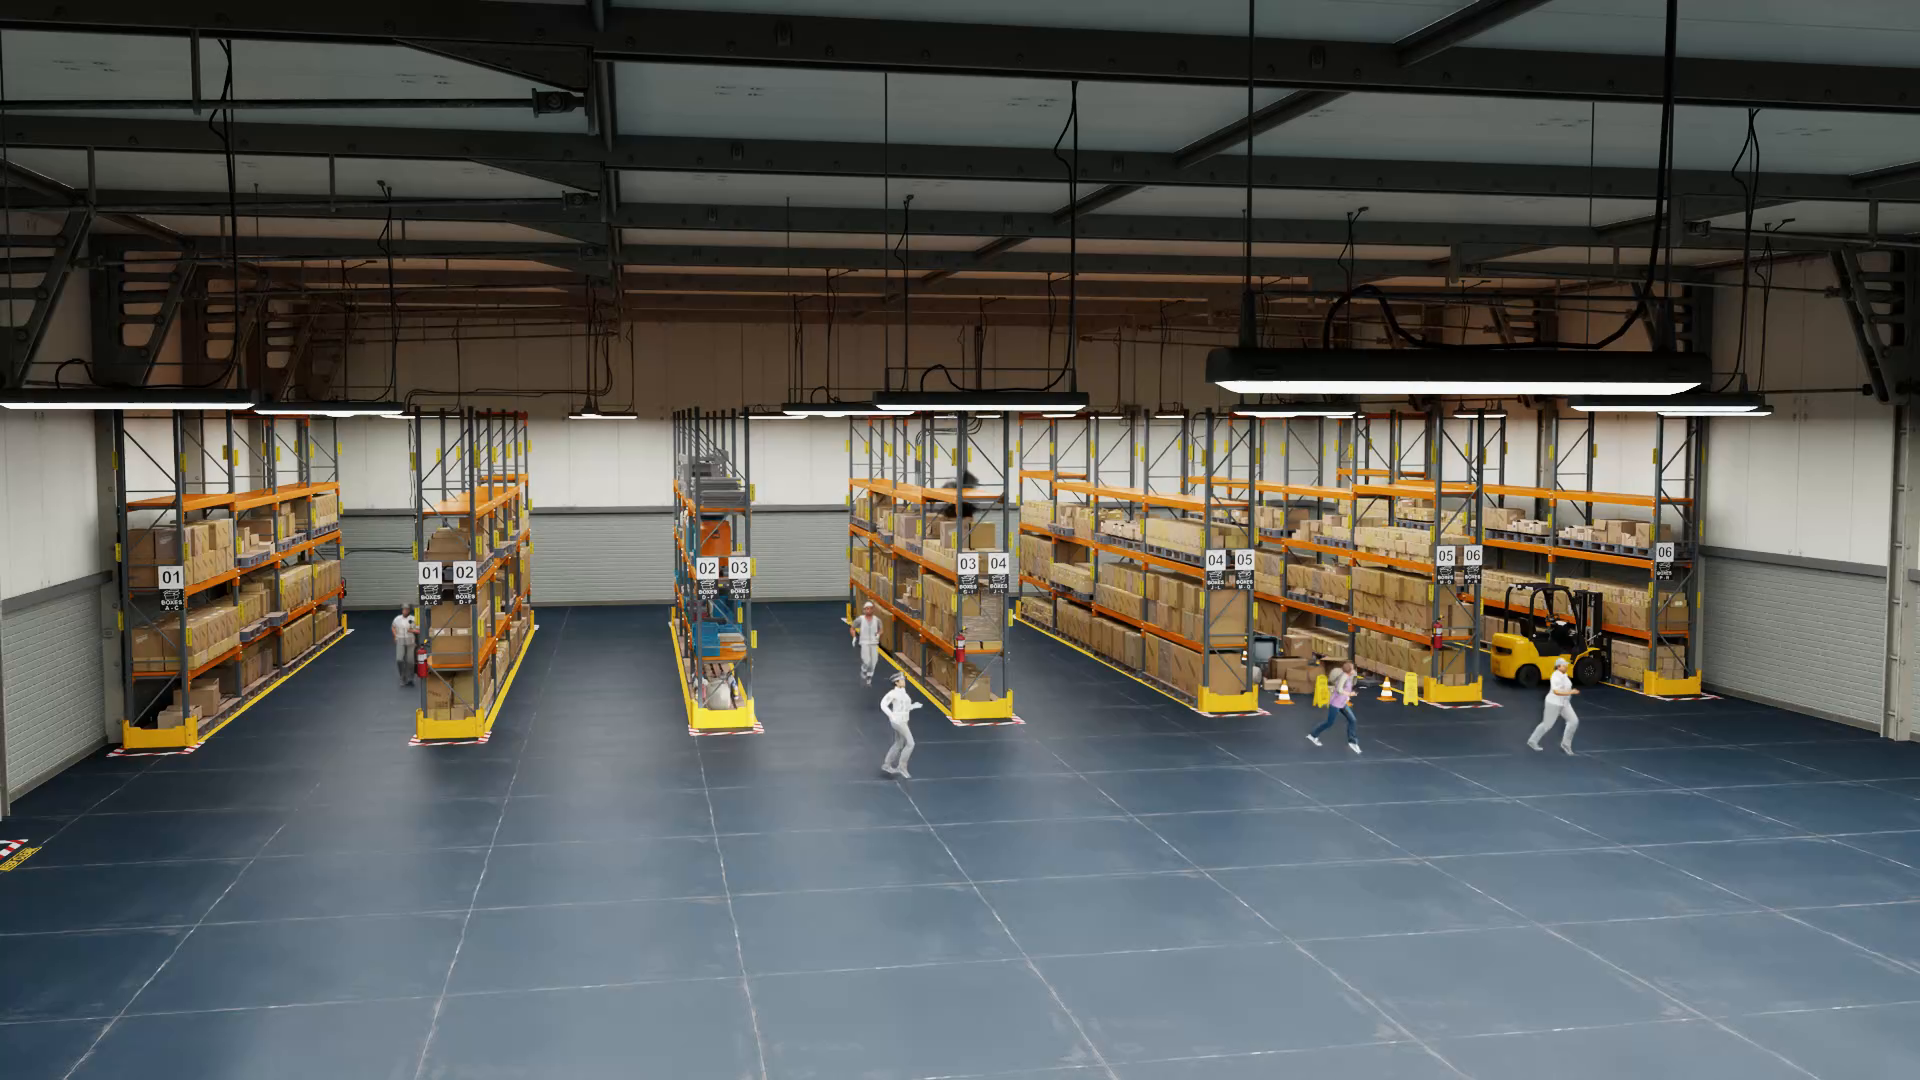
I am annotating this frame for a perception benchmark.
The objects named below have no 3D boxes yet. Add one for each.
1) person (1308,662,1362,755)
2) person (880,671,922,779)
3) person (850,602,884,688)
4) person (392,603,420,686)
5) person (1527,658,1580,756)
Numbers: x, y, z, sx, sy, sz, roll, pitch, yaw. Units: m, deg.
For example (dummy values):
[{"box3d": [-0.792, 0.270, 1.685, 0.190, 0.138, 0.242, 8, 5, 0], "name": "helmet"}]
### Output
[{"box3d": [6.503, 2.900, 28.817, 0.951, 1.579, 0.539, 3, 5, 32], "name": "person"}, {"box3d": [-0.955, 2.977, 26.800, 0.676, 1.739, 0.592, 1, 4, 13], "name": "person"}, {"box3d": [-1.853, 2.150, 33.897, 0.659, 1.758, 0.599, -1, 4, -18], "name": "person"}, {"box3d": [-12.051, 2.281, 36.168, 0.639, 1.845, 0.719, -1, 4, -11], "name": "person"}, {"box3d": [10.266, 2.866, 28.639, 0.871, 1.708, 0.611, 4, 6, 43], "name": "person"}]
